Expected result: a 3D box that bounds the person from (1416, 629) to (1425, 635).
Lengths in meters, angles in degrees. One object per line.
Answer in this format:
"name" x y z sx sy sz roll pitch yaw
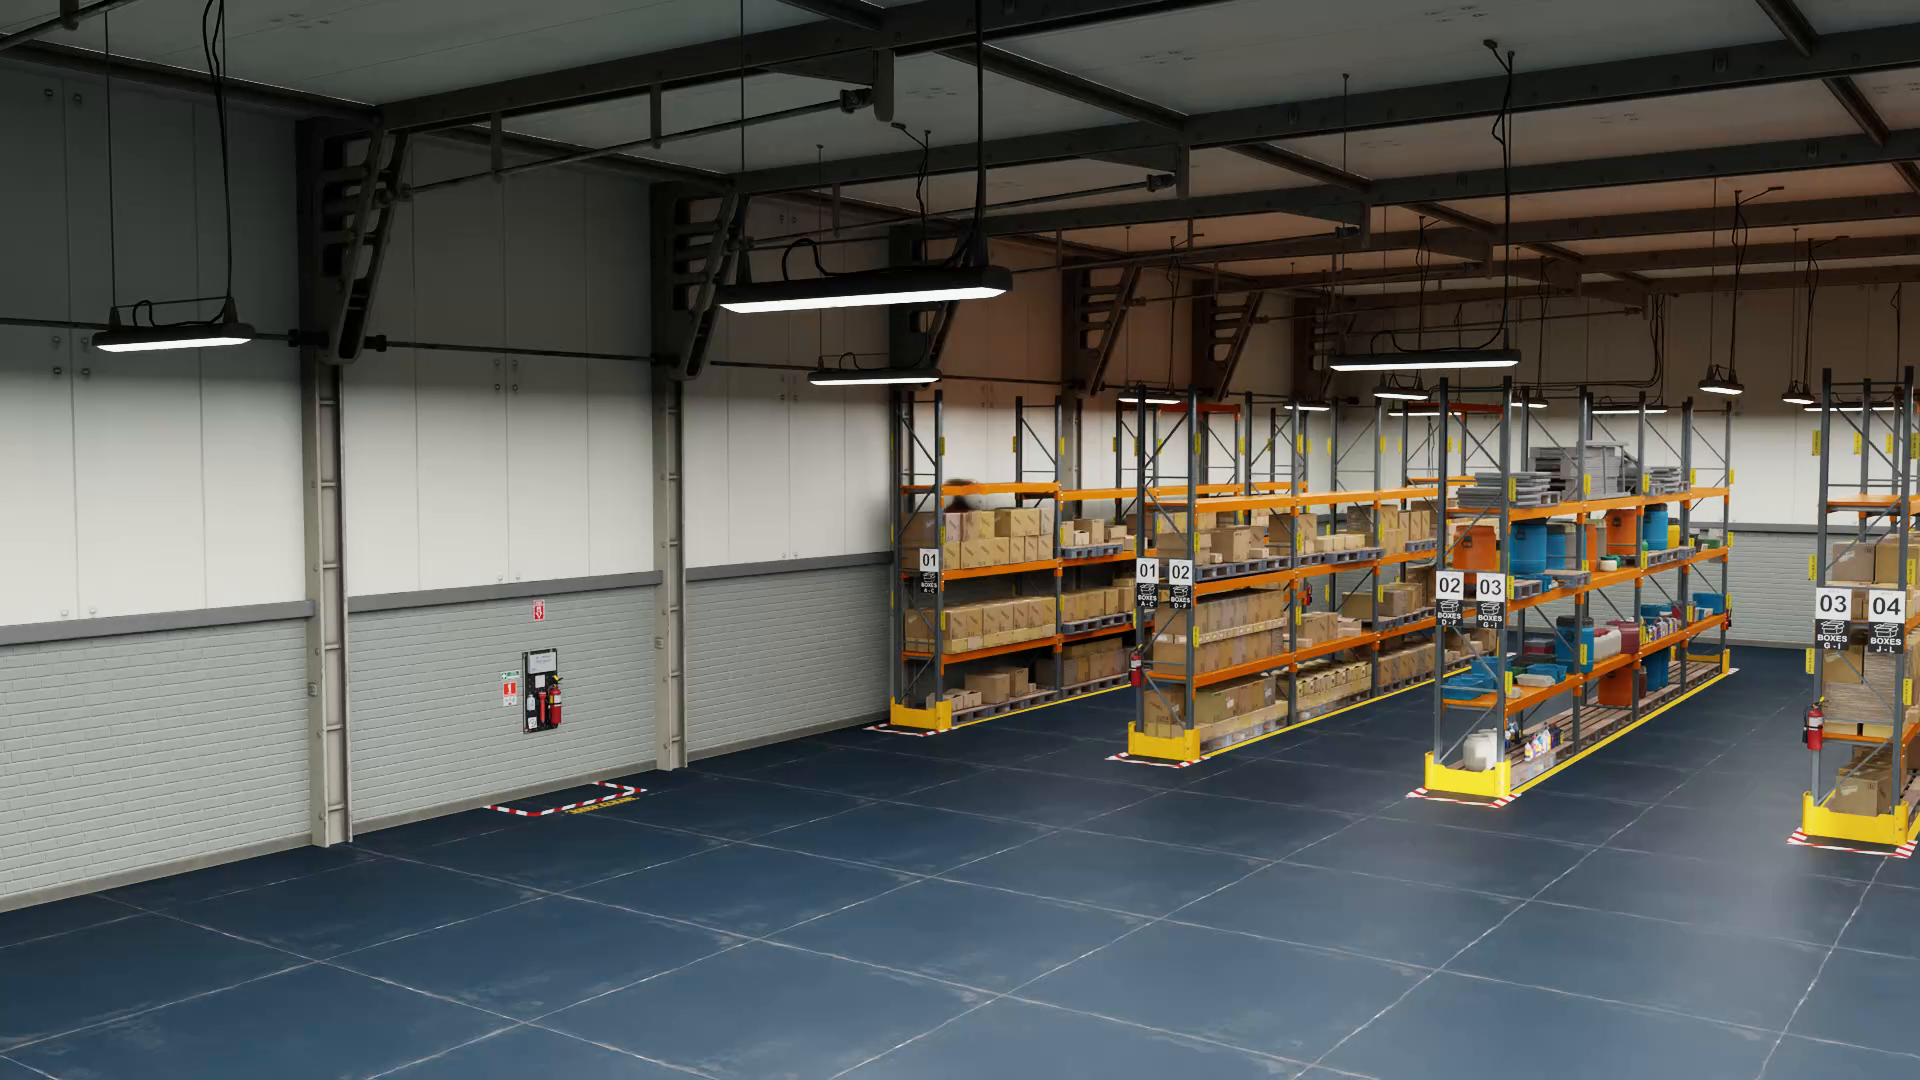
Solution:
"person" 12.097 1.662 44.197 0.583 1.690 0.731 -1 3 -18
